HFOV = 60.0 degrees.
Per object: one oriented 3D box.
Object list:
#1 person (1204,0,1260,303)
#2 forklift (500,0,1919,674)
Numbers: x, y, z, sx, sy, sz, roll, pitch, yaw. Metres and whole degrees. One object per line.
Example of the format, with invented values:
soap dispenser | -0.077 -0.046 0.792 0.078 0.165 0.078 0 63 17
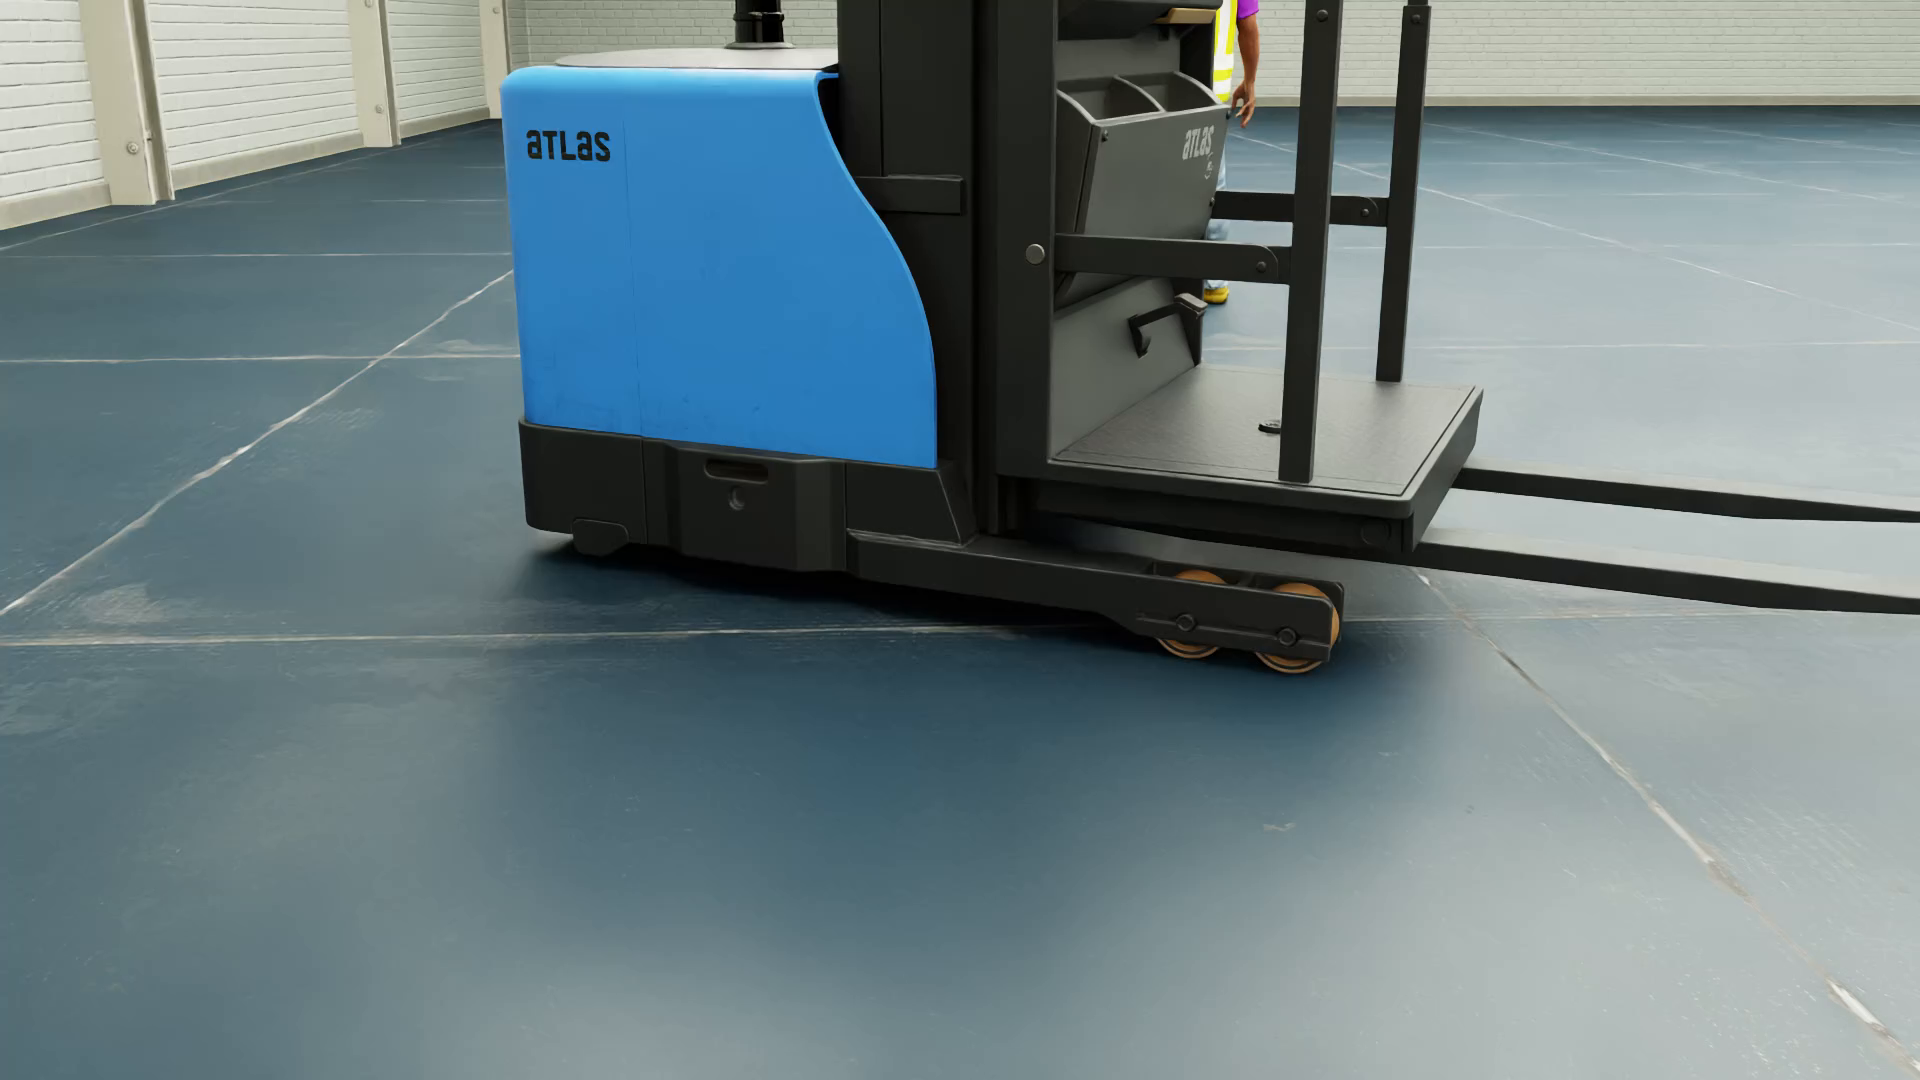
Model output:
person | 0.911 -1.879 7.016 0.665 1.765 0.577 -2 17 -6
forklift | 0.568 -1.329 3.253 3.031 2.935 1.130 7 18 22
